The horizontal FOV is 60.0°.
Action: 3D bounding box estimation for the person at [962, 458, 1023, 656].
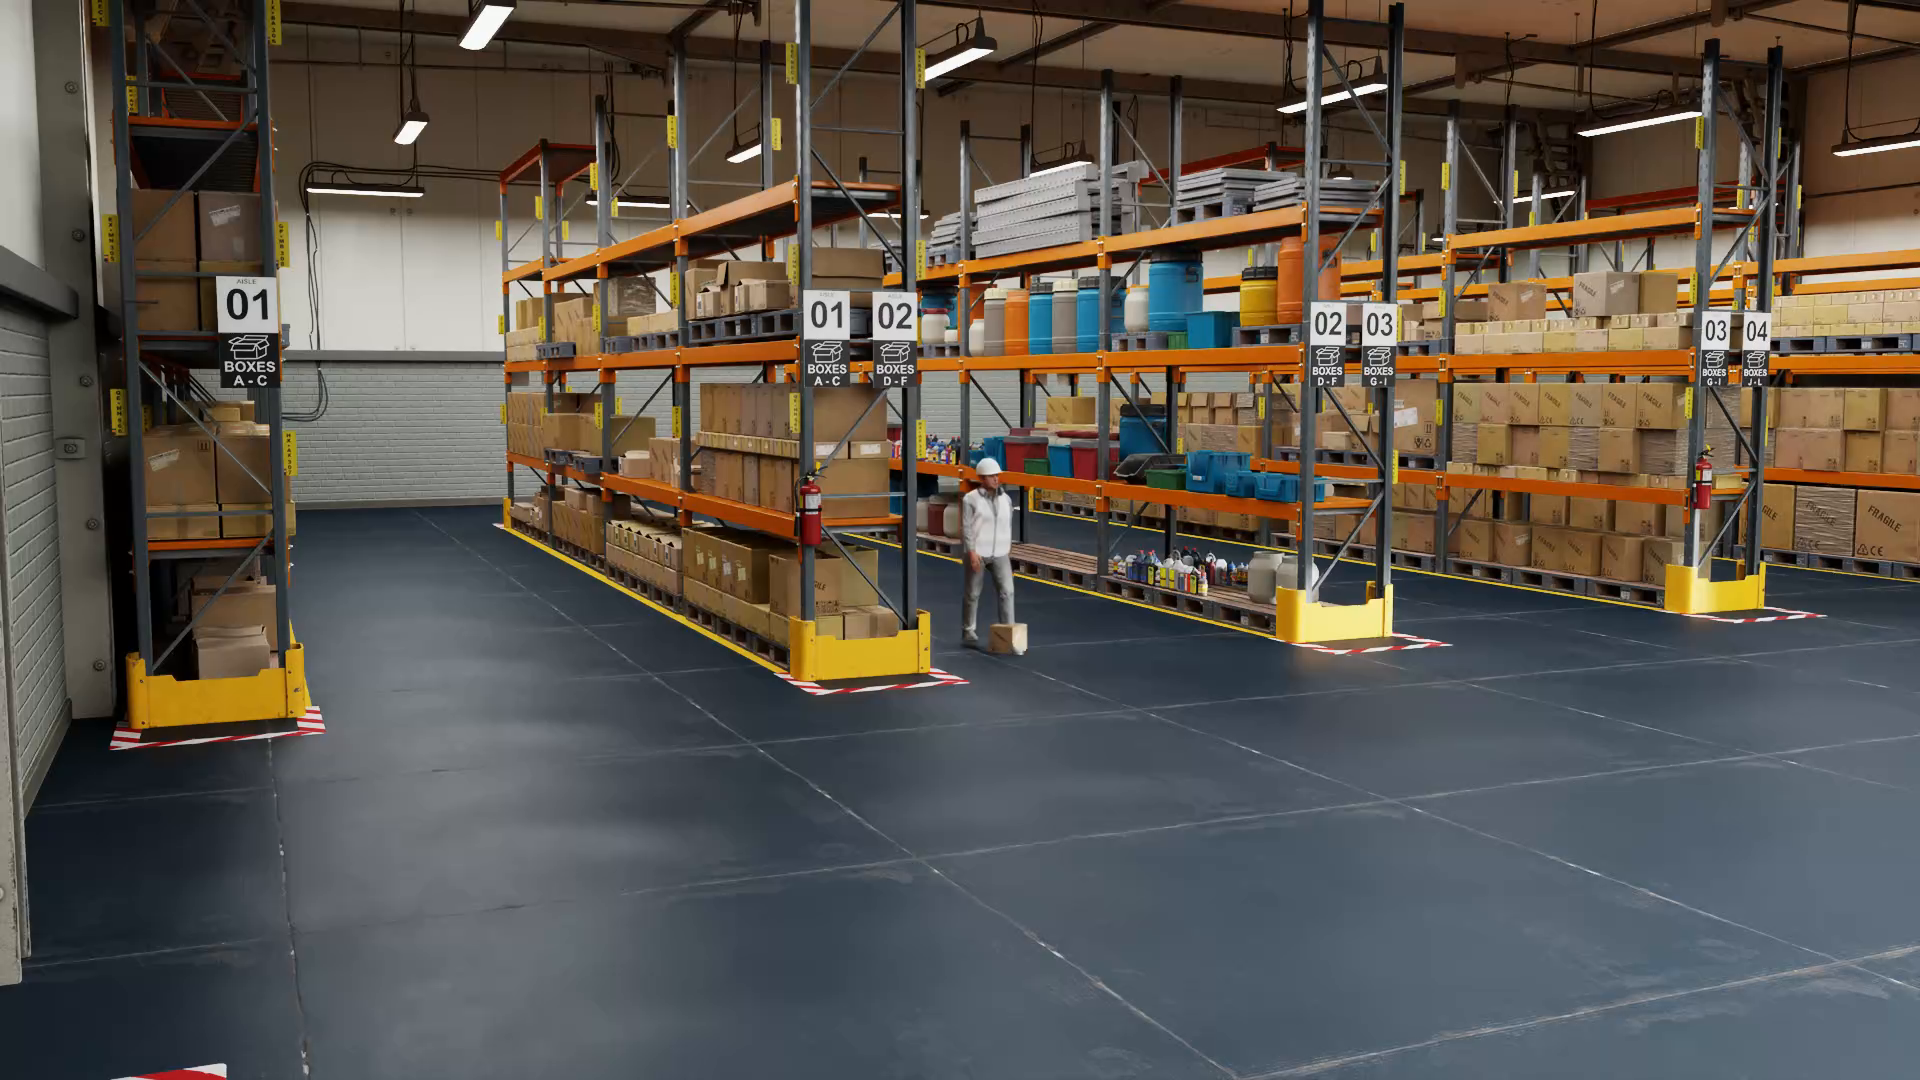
[{"bbox_3d":[0.271,0.130,15.231,0.445,1.759,0.906,-2,6,-22],"label":"person"}]
